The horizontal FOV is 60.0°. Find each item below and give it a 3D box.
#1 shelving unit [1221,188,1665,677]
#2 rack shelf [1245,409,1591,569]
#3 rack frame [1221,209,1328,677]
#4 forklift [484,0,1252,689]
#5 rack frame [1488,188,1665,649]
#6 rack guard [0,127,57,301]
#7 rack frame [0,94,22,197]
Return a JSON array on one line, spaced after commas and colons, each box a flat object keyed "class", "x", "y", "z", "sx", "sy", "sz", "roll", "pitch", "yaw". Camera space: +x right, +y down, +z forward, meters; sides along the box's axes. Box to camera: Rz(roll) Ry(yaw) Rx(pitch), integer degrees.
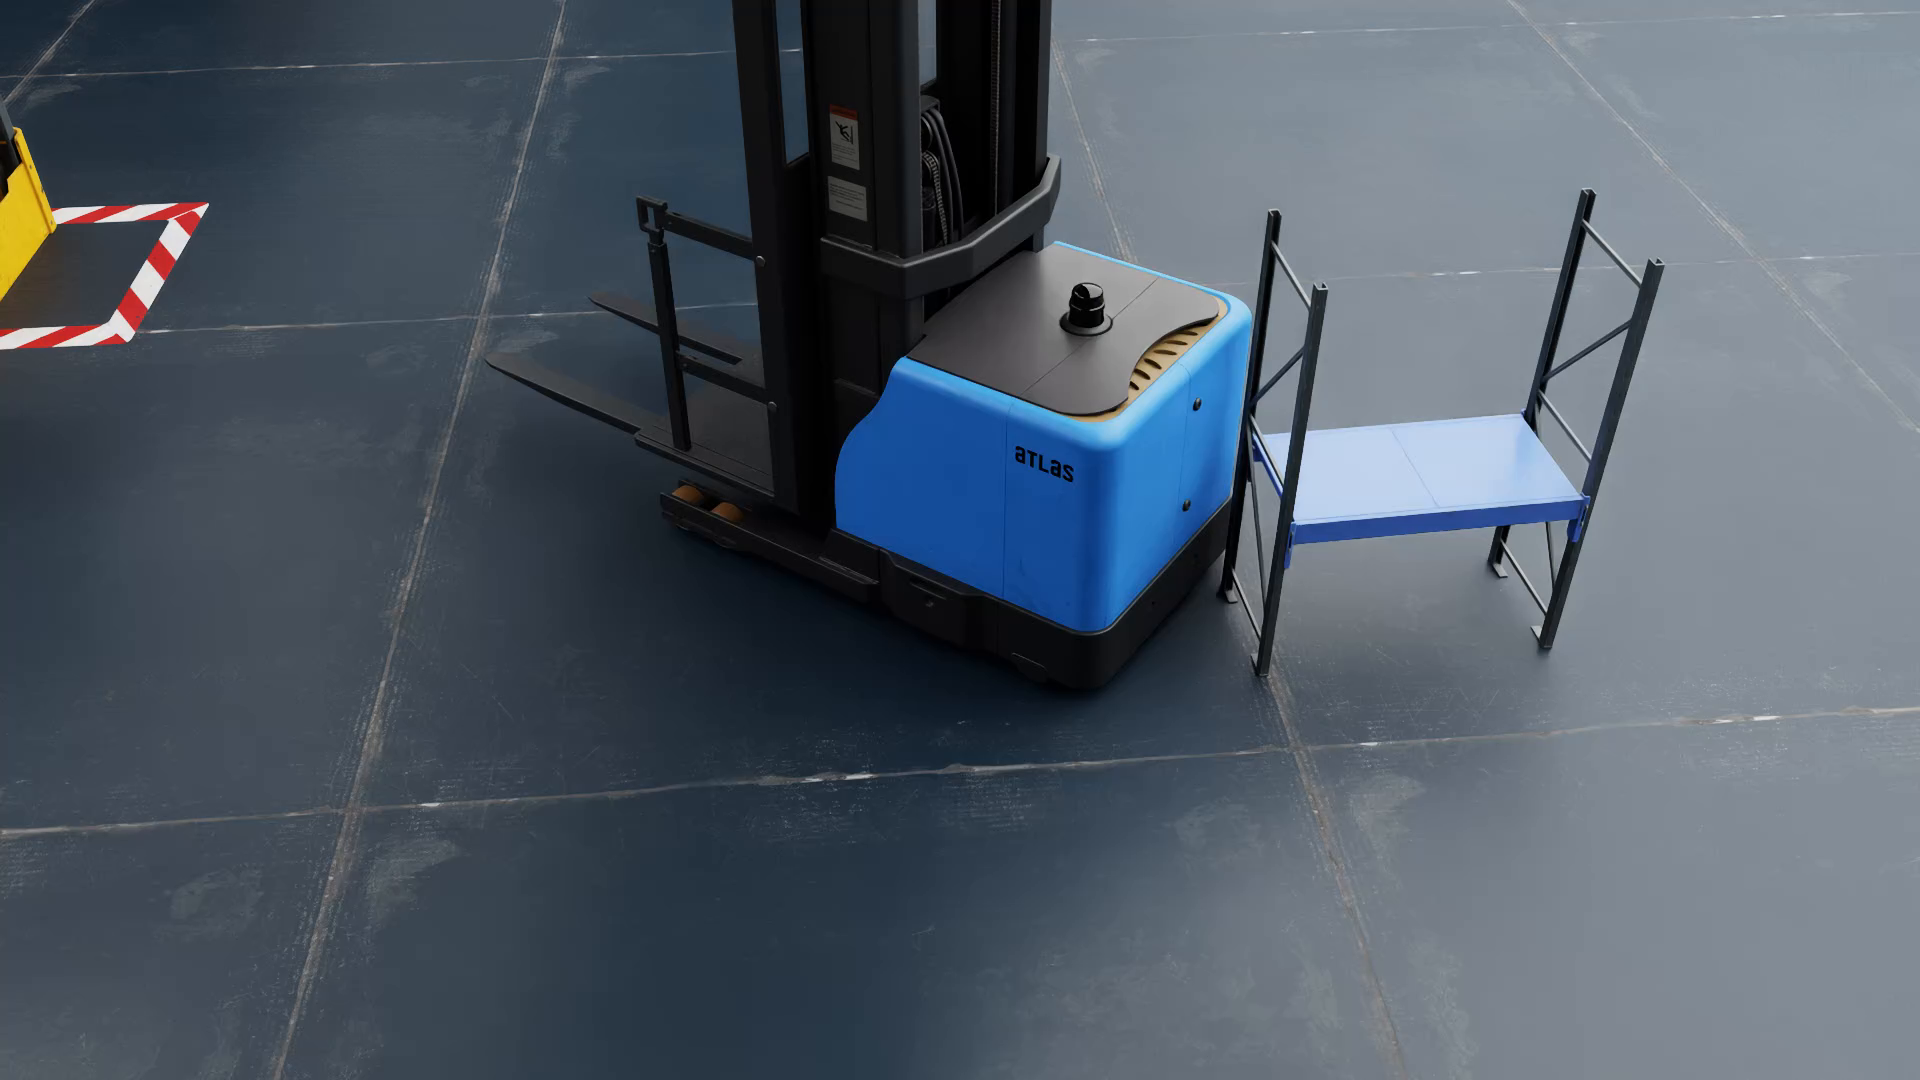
[{"class": "shelving unit", "x": 1.502, "y": -0.321, "z": 5.446, "sx": 1.048, "sy": 1.500, "sz": 0.538, "roll": -5, "pitch": 39, "yaw": -6}, {"class": "rack shelf", "x": 1.502, "y": -0.180, "z": 5.558, "sx": 1.000, "sy": 0.185, "sz": 0.538, "roll": -5, "pitch": 39, "yaw": -6}, {"class": "rack frame", "x": 0.999, "y": -0.277, "z": 5.390, "sx": 0.032, "sy": 1.500, "sz": 0.500, "roll": -5, "pitch": 39, "yaw": -6}, {"class": "forklift", "x": -0.519, "y": -1.368, "z": 5.618, "sx": 3.031, "sy": 2.935, "sz": 1.130, "roll": 23, "pitch": 44, "yaw": 26}, {"class": "rack frame", "x": 2.006, "y": -0.366, "z": 5.503, "sx": 0.032, "sy": 1.500, "sz": 0.500, "roll": -5, "pitch": 39, "yaw": -6}, {"class": "rack guard", "x": -4.585, "y": -1.408, "z": 7.631, "sx": 0.348, "sy": 0.500, "sz": 1.175, "roll": -3, "pitch": 38, "yaw": -4}, {"class": "rack frame", "x": -4.514, "y": -2.423, "z": 6.899, "sx": 0.127, "sy": 3.000, "sz": 1.000, "roll": -3, "pitch": 38, "yaw": -4}]
